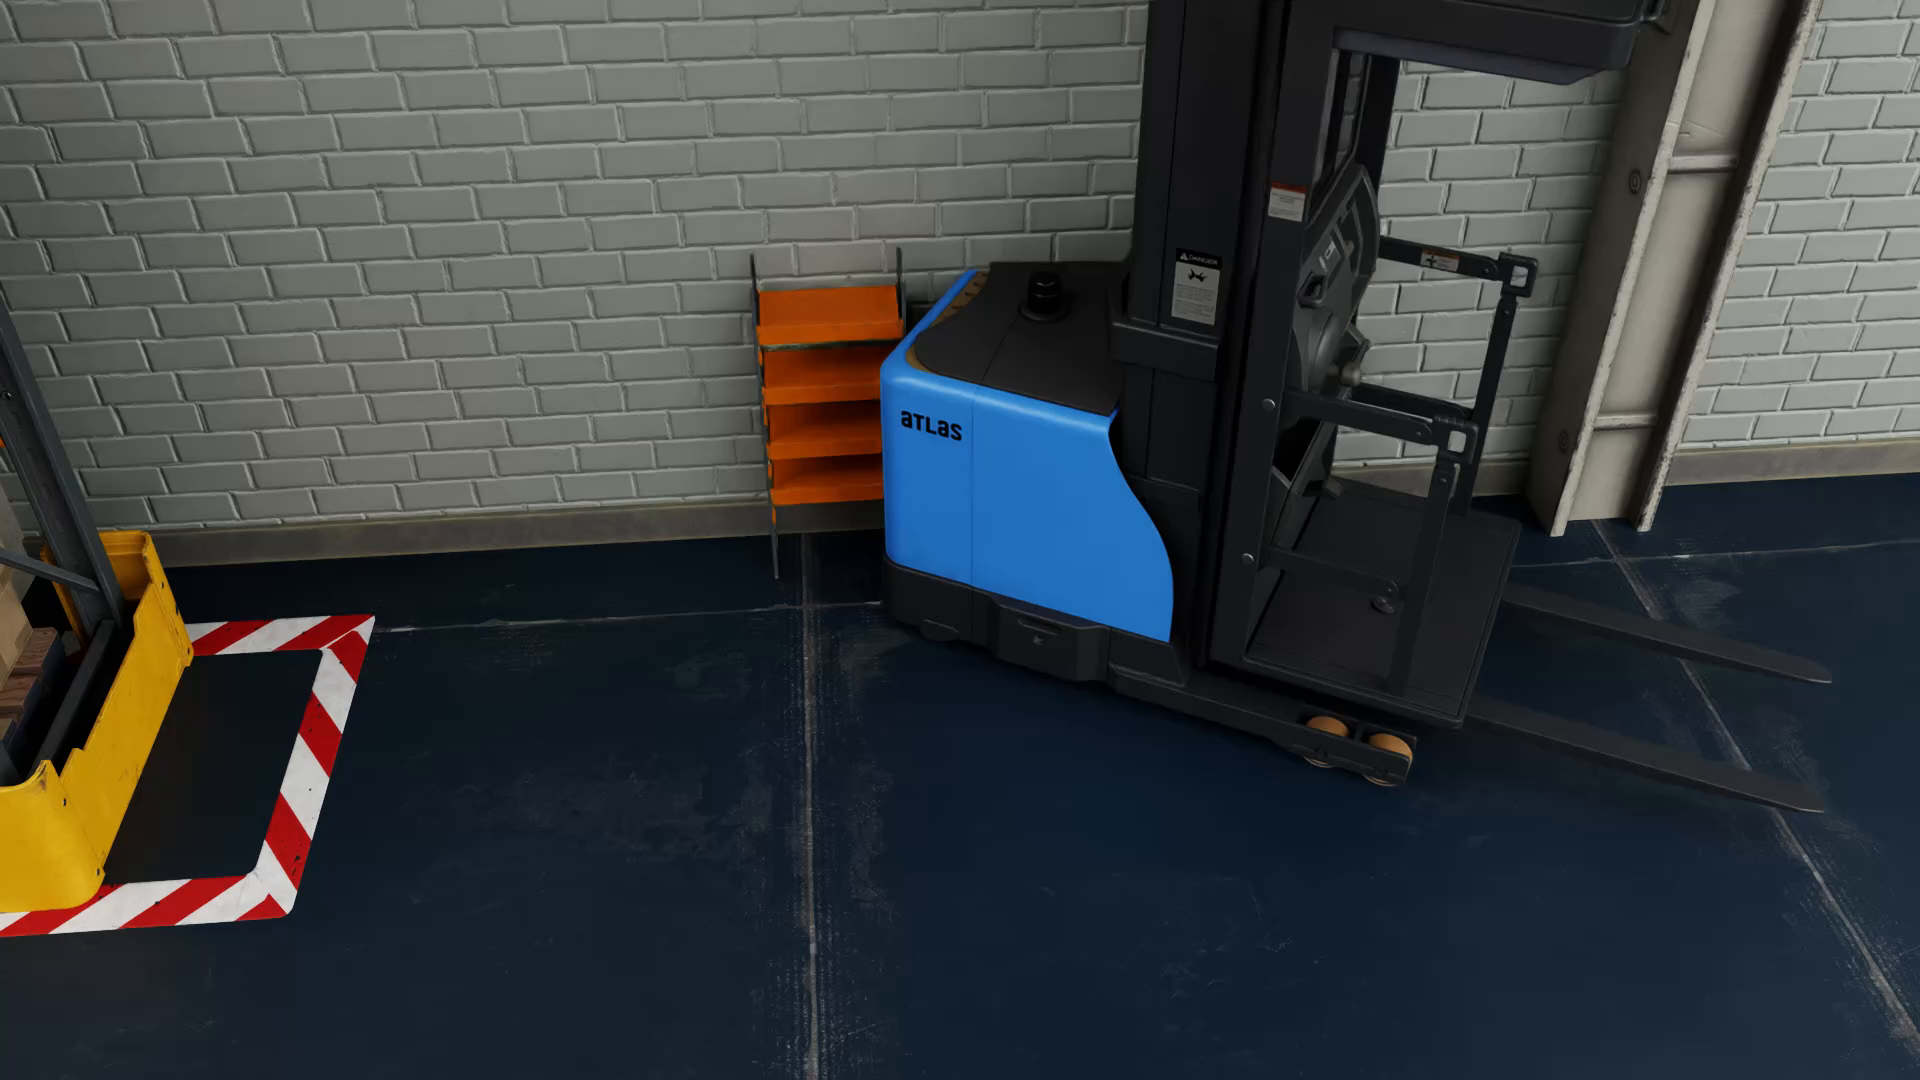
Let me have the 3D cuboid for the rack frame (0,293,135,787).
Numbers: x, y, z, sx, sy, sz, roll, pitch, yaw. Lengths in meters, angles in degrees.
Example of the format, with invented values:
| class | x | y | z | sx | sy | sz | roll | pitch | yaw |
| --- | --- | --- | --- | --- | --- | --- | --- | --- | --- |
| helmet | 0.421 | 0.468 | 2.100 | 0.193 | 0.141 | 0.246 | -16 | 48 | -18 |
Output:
| class | x | y | z | sx | sy | sz | roll | pitch | yaw |
| --- | --- | --- | --- | --- | --- | --- | --- | --- | --- |
| rack frame | -2.798 | -0.450 | 4.399 | 0.127 | 3.000 | 1.000 | -3 | 38 | -4 |

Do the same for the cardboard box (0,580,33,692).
| class | x | y | z | sx | sy | sz | roll | pitch | yaw |
| --- | --- | --- | --- | --- | --- | --- | --- | --- | --- |
| cardboard box | -3.305 | 0.371 | 5.239 | 0.500 | 0.250 | 0.500 | -3 | 38 | -4 |

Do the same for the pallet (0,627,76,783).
| class | x | y | z | sx | sy | sz | roll | pitch | yaw |
| --- | --- | --- | --- | --- | --- | --- | --- | --- | --- |
| pallet | -3.556 | 0.713 | 5.176 | 1.213 | 0.211 | 1.003 | -3 | 38 | -4 |

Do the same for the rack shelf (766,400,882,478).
| class | x | y | z | sx | sy | sz | roll | pitch | yaw |
| --- | --- | --- | --- | --- | --- | --- | --- | --- | --- |
| rack shelf | -0.437 | -0.365 | 5.852 | 0.480 | 0.148 | 0.258 | -3 | 38 | -4 |

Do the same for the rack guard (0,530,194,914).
| class | x | y | z | sx | sy | sz | roll | pitch | yaw |
| --- | --- | --- | --- | --- | --- | --- | --- | --- | --- |
| rack guard | -2.774 | 0.530 | 5.175 | 0.348 | 0.500 | 1.175 | -3 | 38 | -4 |

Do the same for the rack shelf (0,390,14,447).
| class | x | y | z | sx | sy | sz | roll | pitch | yaw |
| --- | --- | --- | --- | --- | --- | --- | --- | --- | --- |
| rack shelf | -4.791 | -0.058 | 4.482 | 4.000 | 0.370 | 1.077 | -3 | 38 | -4 |

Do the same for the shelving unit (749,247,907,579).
| class | x | y | z | sx | sy | sz | roll | pitch | yaw |
| --- | --- | --- | --- | --- | --- | --- | --- | --- | --- |
| shelving unit | -0.437 | -0.418 | 5.811 | 0.503 | 1.200 | 0.258 | -3 | 38 | -4 |

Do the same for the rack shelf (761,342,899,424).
| class | x | y | z | sx | sy | sz | roll | pitch | yaw |
| --- | --- | --- | --- | --- | --- | --- | --- | --- | --- |
| rack shelf | -0.437 | -0.541 | 5.714 | 0.480 | 0.148 | 0.258 | -3 | 38 | -4 |

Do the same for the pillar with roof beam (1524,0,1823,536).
| class | x | y | z | sx | sy | sz | roll | pitch | yaw |
| --- | --- | --- | --- | --- | --- | --- | --- | --- | --- |
| pillar with roof beam | 2.786 | -0.996 | 0.248 | 0.400 | 9.000 | 9.100 | -3 | 38 | -4 |

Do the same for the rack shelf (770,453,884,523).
| class | x | y | z | sx | sy | sz | roll | pitch | yaw |
| --- | --- | --- | --- | --- | --- | --- | --- | --- | --- |
| rack shelf | -0.437 | -0.209 | 5.975 | 0.480 | 0.148 | 0.258 | -3 | 38 | -4 |

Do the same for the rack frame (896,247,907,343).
| class | x | y | z | sx | sy | sz | roll | pitch | yaw |
| --- | --- | --- | --- | --- | --- | --- | --- | --- | --- |
| rack frame | -0.194 | -0.433 | 5.829 | 0.015 | 1.200 | 0.240 | -3 | 38 | -4 |

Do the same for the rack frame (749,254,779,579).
| class | x | y | z | sx | sy | sz | roll | pitch | yaw |
| --- | --- | --- | --- | --- | --- | --- | --- | --- | --- |
| rack frame | -0.679 | -0.403 | 5.792 | 0.015 | 1.200 | 0.240 | -3 | 38 | -4 |

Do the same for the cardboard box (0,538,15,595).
| class | x | y | z | sx | sy | sz | roll | pitch | yaw |
| --- | --- | --- | --- | --- | --- | --- | --- | --- | --- |
| cardboard box | -3.285 | 0.166 | 5.095 | 0.500 | 0.250 | 0.500 | -2 | 38 | -3 |

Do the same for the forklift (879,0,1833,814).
| class | x | y | z | sx | sy | sz | roll | pitch | yaw |
| --- | --- | --- | --- | --- | --- | --- | --- | --- | --- |
| forklift | 1.291 | -0.749 | 4.833 | 3.031 | 2.935 | 1.130 | 16 | 41 | 19 |

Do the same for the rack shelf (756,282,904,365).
| class | x | y | z | sx | sy | sz | roll | pitch | yaw |
| --- | --- | --- | --- | --- | --- | --- | --- | --- | --- |
| rack shelf | -0.436 | -0.727 | 5.568 | 0.480 | 0.148 | 0.258 | -3 | 38 | -4 |
